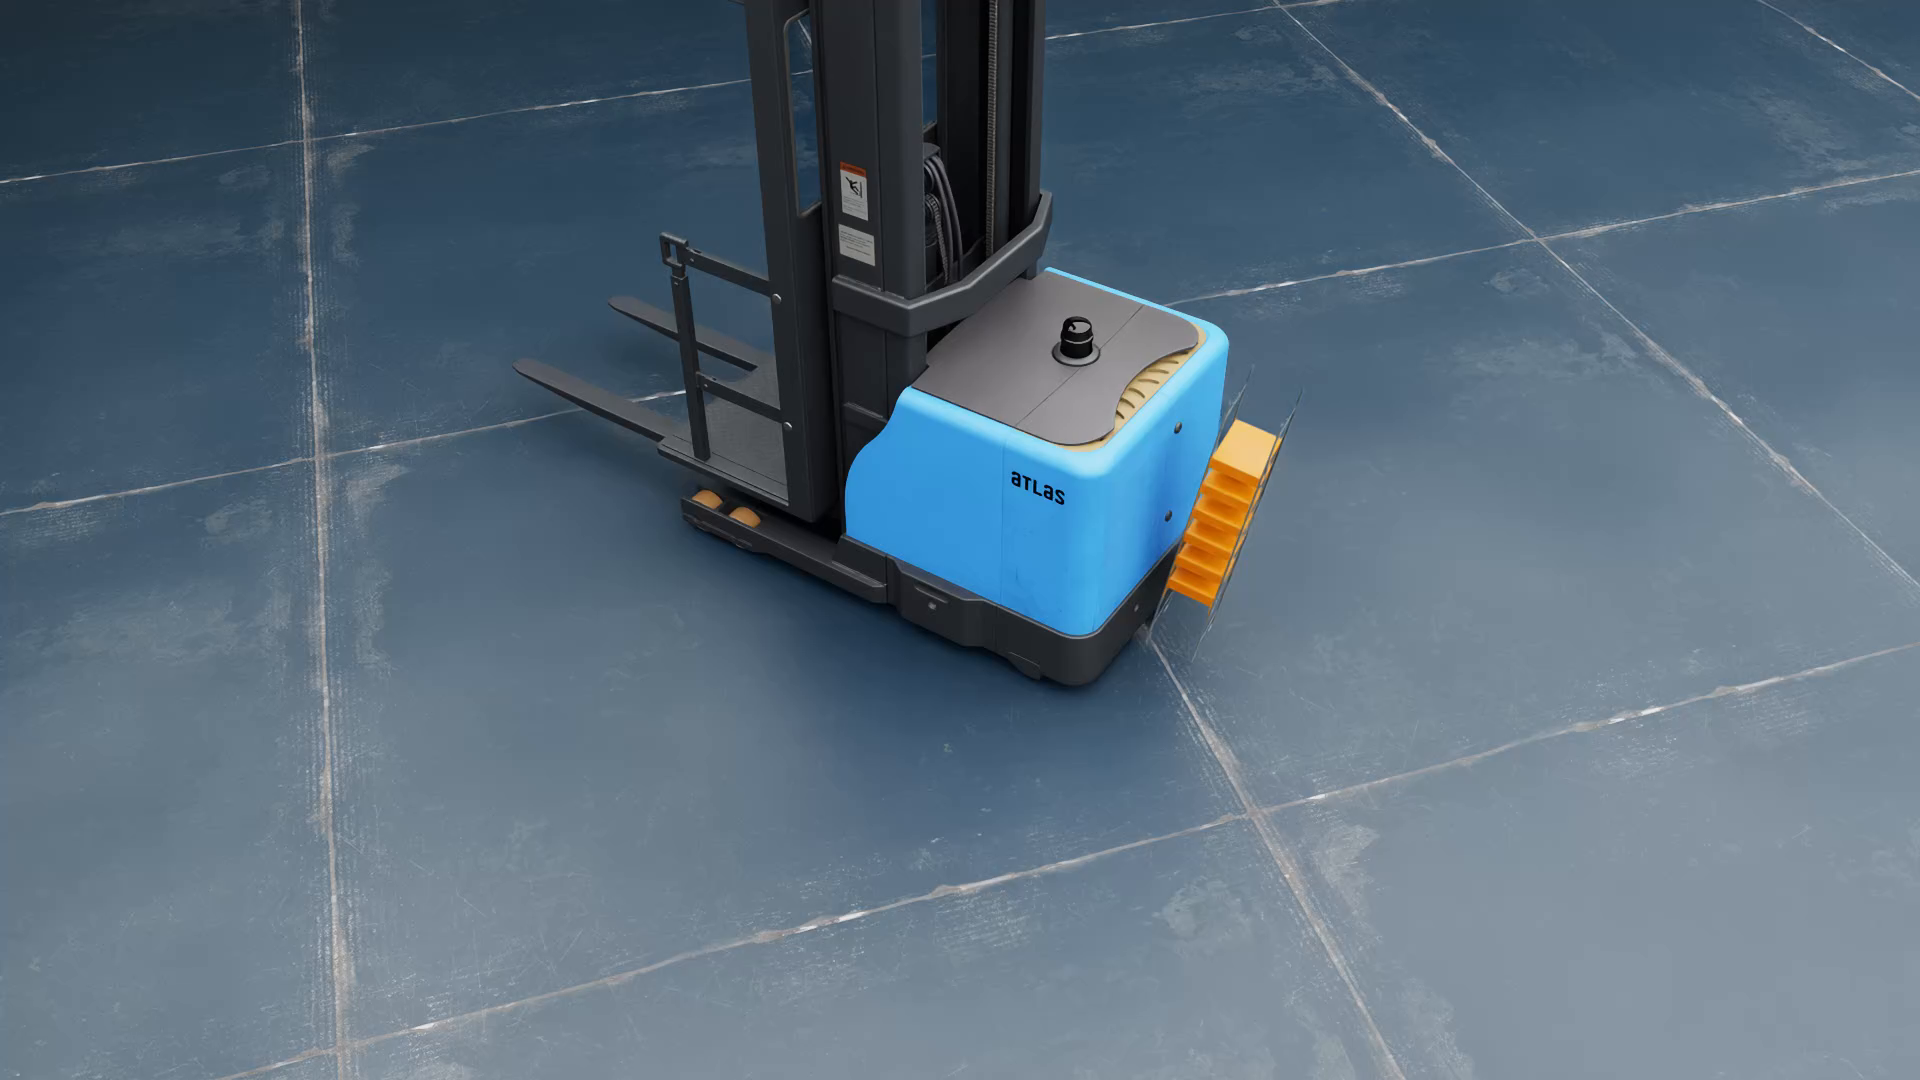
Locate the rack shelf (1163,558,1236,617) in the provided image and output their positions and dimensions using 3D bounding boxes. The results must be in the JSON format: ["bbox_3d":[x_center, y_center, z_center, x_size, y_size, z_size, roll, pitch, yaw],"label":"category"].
[{"bbox_3d":[0.881,0.135,6.098,0.180,0.103,0.258,25,46,13],"label":"rack shelf"}]

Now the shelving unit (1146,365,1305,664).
[{"bbox_3d":[0.923,-0.062,5.897,0.189,1.200,0.258,25,46,13],"label":"shelving unit"}]

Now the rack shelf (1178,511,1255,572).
[{"bbox_3d":[0.916,-0.031,5.928,0.180,0.103,0.258,25,46,13],"label":"rack shelf"}]

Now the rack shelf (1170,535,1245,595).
[{"bbox_3d":[0.899,0.052,6.013,0.180,0.103,0.258,25,46,13],"label":"rack shelf"}]

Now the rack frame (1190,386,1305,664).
[{"bbox_3d":[1.004,-0.024,5.877,0.006,1.200,0.240,25,46,13],"label":"rack frame"}]

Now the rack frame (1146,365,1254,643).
[{"bbox_3d":[0.842,-0.100,5.917,0.006,1.200,0.240,25,46,13],"label":"rack frame"}]

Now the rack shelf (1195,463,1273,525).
[{"bbox_3d":[0.952,-0.198,5.759,0.180,0.103,0.258,25,46,13],"label":"rack shelf"}]

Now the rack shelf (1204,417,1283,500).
[{"bbox_3d":[0.970,-0.281,5.674,0.180,0.103,0.258,25,46,13],"label":"rack shelf"}]

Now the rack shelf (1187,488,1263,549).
[{"bbox_3d":[0.934,-0.114,5.844,0.180,0.103,0.258,25,46,13],"label":"rack shelf"}]

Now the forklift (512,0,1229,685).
[{"bbox_3d":[-0.523,-1.333,6.048,3.031,2.935,1.130,24,46,25],"label":"forklift"}]
